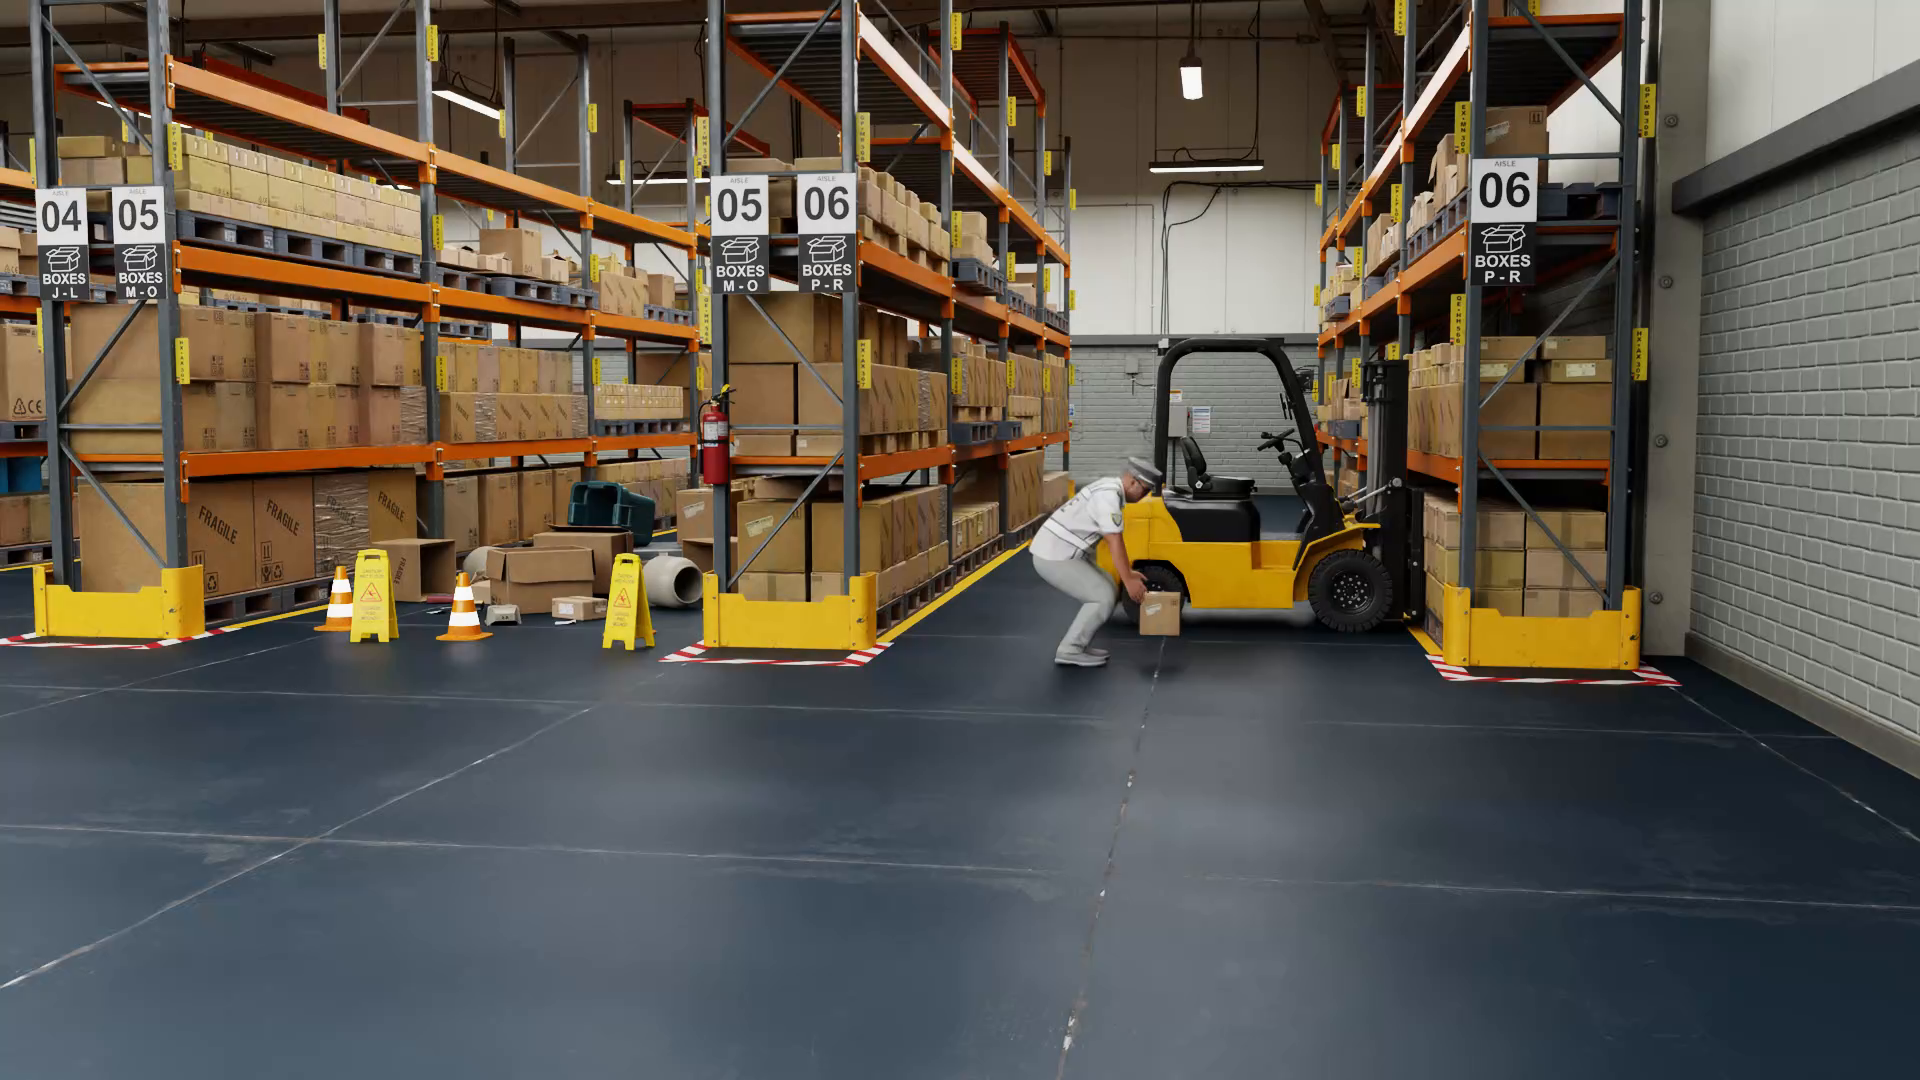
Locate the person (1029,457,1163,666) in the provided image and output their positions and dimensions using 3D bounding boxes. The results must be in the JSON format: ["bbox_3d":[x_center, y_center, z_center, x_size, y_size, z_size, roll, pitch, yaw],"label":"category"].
[{"bbox_3d":[0.877,0.131,10.717,0.851,1.324,0.589,1,4,9],"label":"person"}]
